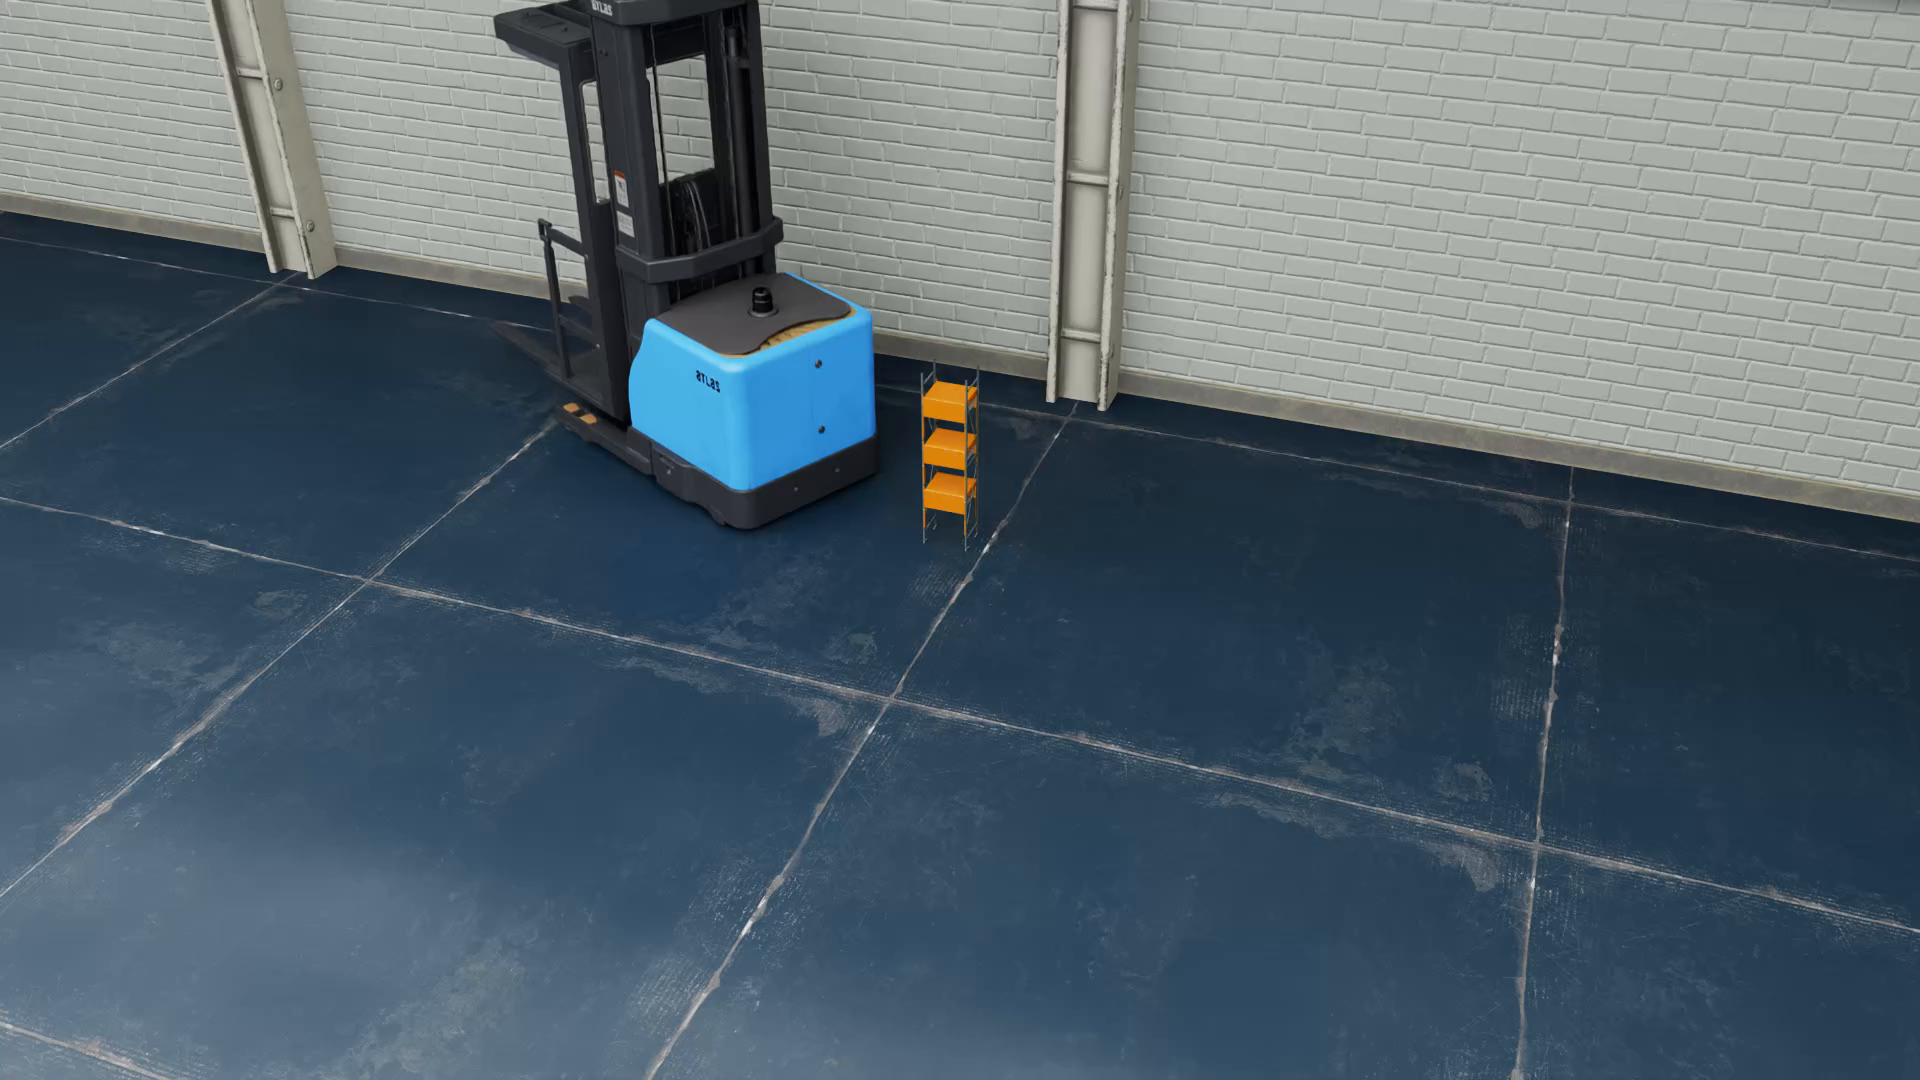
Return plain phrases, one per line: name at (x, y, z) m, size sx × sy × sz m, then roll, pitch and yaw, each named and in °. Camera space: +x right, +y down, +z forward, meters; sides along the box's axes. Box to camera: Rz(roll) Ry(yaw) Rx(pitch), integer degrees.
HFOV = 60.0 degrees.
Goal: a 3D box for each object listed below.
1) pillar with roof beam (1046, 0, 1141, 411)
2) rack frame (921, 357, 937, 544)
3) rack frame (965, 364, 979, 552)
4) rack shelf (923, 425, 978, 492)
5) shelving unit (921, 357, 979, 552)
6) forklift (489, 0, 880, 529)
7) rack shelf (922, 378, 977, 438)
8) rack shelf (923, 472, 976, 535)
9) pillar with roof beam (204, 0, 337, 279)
pillar with roof beam at (-0.668, -2.508, 4.806) m, size 0.400 × 9.000 × 9.100 m, roll 11°, pitch 34°, yaw 16°
rack frame at (-0.165, -0.473, 8.983) m, size 0.008 × 1.050 × 0.200 m, roll 11°, pitch 34°, yaw 16°
rack frame at (0.064, -0.429, 8.914) m, size 0.008 × 1.050 × 0.200 m, roll 11°, pitch 34°, yaw 16°
rack shelf at (-0.050, -0.442, 8.954) m, size 0.240 × 0.259 × 0.215 m, roll 11°, pitch 34°, yaw 16°
shelving unit at (-0.050, -0.451, 8.948) m, size 0.252 × 1.050 × 0.215 m, roll 11°, pitch 34°, yaw 16°
forklift at (-1.844, -2.000, 9.613) m, size 1.130 × 2.935 × 3.031 m, roll -27°, pitch 42°, yaw -35°
rack shelf at (-0.050, -0.680, 8.800) m, size 0.240 × 0.259 × 0.215 m, roll 11°, pitch 34°, yaw 16°
rack shelf at (-0.050, -0.208, 9.105) m, size 0.240 × 0.259 × 0.215 m, roll 11°, pitch 34°, yaw 16°
pillar with roof beam at (-6.316, -3.606, 6.507) m, size 0.400 × 9.000 × 9.100 m, roll 11°, pitch 34°, yaw 16°
